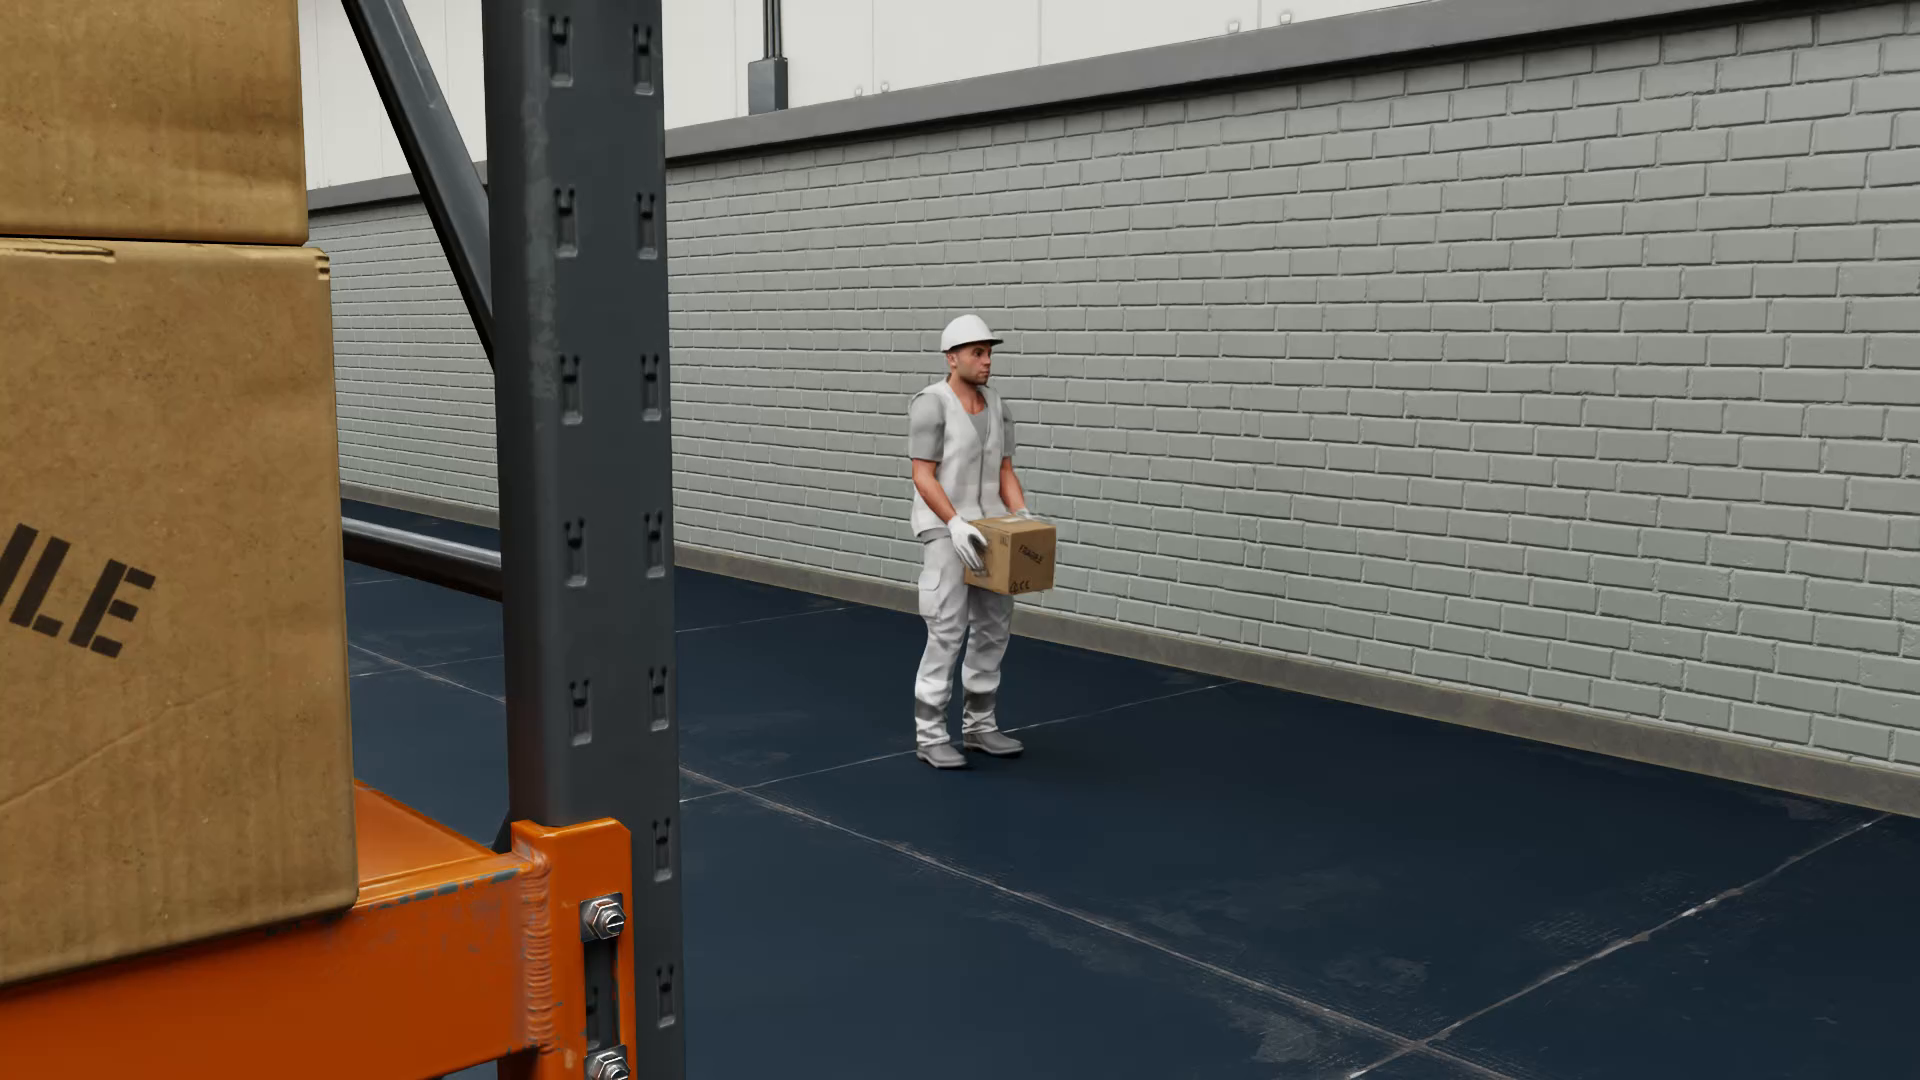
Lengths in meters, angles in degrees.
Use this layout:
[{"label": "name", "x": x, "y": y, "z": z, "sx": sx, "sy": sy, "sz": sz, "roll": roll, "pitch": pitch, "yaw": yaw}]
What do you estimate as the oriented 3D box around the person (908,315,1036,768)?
[{"label": "person", "x": 0.055, "y": -0.002, "z": 6.684, "sx": 0.533, "sy": 1.793, "sz": 0.474, "roll": -7, "pitch": 10, "yaw": -42}]
